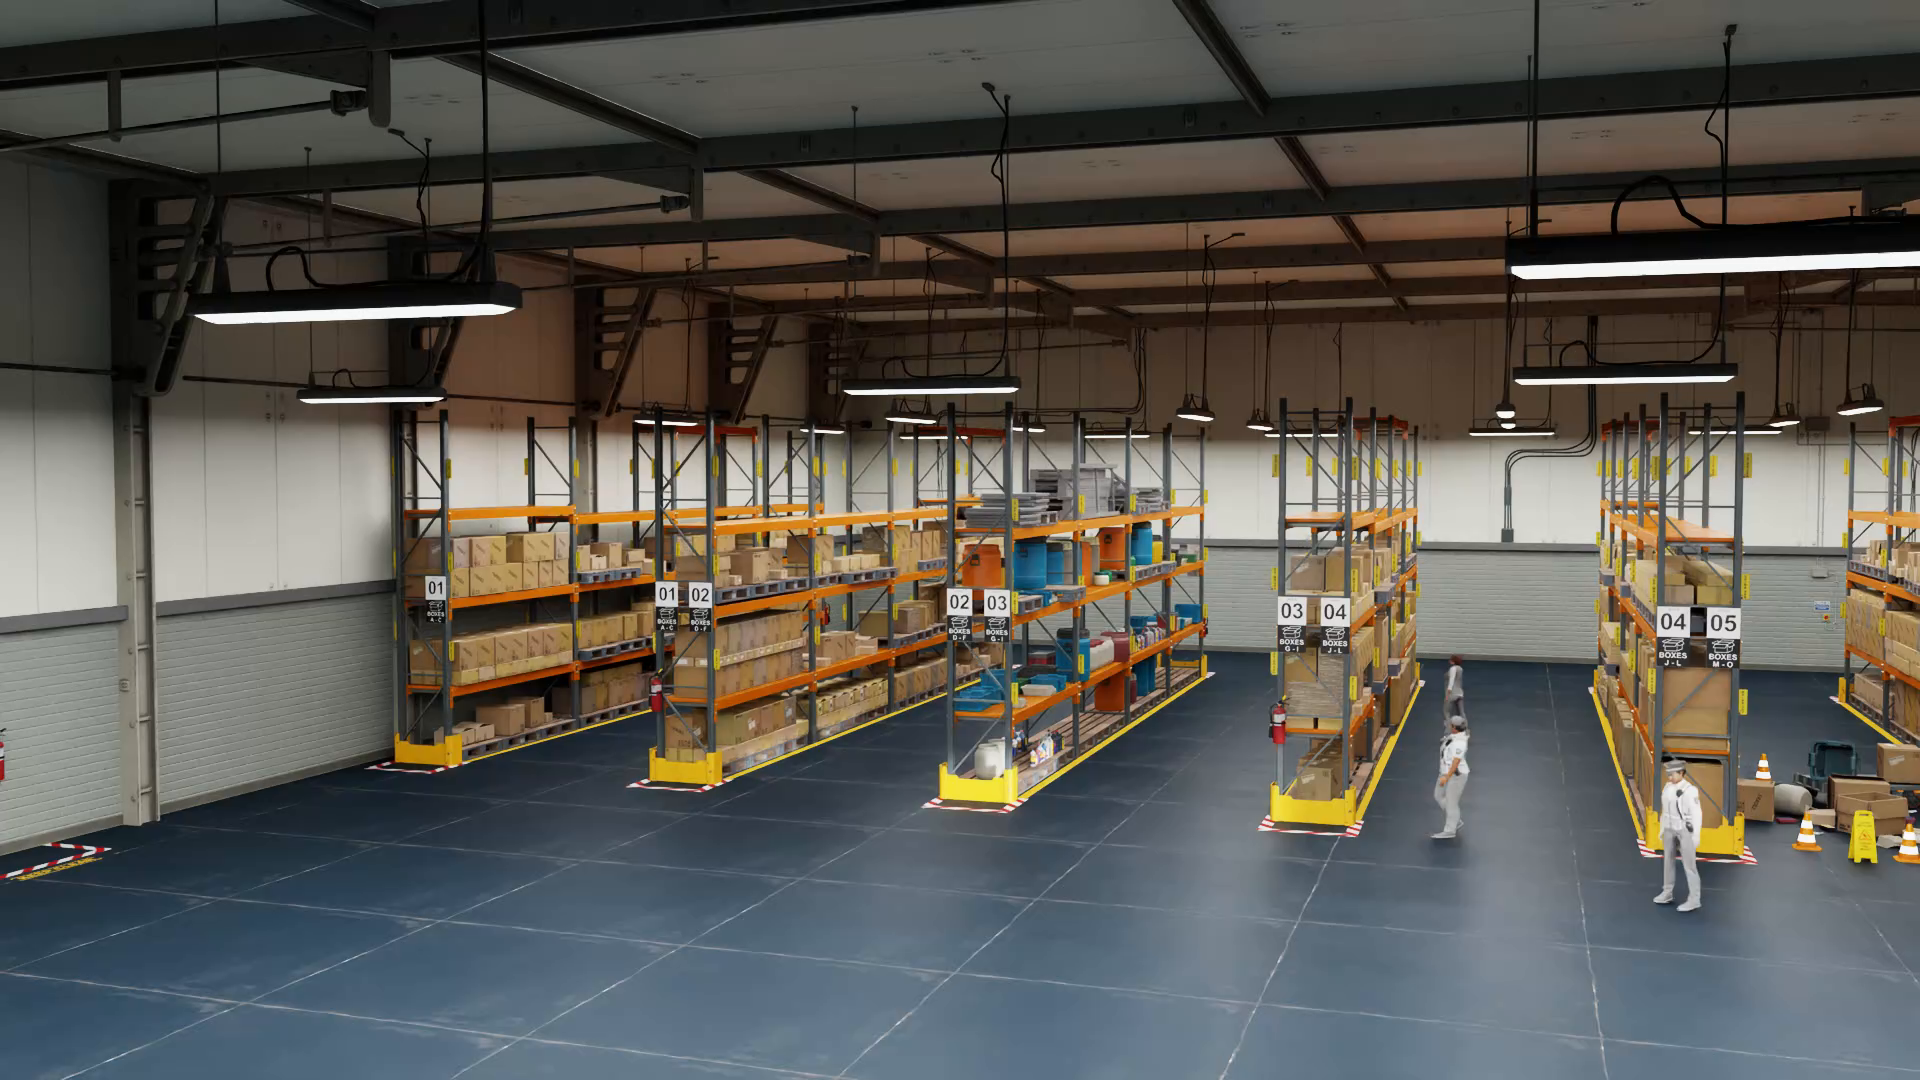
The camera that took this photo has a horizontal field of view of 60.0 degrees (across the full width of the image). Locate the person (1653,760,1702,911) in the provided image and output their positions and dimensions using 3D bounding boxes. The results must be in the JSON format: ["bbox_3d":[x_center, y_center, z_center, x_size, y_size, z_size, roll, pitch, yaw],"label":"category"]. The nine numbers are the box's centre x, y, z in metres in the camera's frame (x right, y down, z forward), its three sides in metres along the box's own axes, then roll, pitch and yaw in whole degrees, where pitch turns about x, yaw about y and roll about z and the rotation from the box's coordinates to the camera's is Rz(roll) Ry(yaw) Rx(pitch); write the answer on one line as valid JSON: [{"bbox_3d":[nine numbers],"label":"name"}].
[{"bbox_3d":[8.202,3.348,19.024,0.374,1.669,0.538,-1,3,-23],"label":"person"}]

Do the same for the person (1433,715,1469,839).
[{"bbox_3d":[6.651,3.214,22.586,0.486,1.688,0.553,0,2,-1],"label":"person"}]

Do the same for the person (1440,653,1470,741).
[{"bbox_3d":[9.132,2.907,30.633,0.456,1.636,0.606,2,3,41],"label":"person"}]
